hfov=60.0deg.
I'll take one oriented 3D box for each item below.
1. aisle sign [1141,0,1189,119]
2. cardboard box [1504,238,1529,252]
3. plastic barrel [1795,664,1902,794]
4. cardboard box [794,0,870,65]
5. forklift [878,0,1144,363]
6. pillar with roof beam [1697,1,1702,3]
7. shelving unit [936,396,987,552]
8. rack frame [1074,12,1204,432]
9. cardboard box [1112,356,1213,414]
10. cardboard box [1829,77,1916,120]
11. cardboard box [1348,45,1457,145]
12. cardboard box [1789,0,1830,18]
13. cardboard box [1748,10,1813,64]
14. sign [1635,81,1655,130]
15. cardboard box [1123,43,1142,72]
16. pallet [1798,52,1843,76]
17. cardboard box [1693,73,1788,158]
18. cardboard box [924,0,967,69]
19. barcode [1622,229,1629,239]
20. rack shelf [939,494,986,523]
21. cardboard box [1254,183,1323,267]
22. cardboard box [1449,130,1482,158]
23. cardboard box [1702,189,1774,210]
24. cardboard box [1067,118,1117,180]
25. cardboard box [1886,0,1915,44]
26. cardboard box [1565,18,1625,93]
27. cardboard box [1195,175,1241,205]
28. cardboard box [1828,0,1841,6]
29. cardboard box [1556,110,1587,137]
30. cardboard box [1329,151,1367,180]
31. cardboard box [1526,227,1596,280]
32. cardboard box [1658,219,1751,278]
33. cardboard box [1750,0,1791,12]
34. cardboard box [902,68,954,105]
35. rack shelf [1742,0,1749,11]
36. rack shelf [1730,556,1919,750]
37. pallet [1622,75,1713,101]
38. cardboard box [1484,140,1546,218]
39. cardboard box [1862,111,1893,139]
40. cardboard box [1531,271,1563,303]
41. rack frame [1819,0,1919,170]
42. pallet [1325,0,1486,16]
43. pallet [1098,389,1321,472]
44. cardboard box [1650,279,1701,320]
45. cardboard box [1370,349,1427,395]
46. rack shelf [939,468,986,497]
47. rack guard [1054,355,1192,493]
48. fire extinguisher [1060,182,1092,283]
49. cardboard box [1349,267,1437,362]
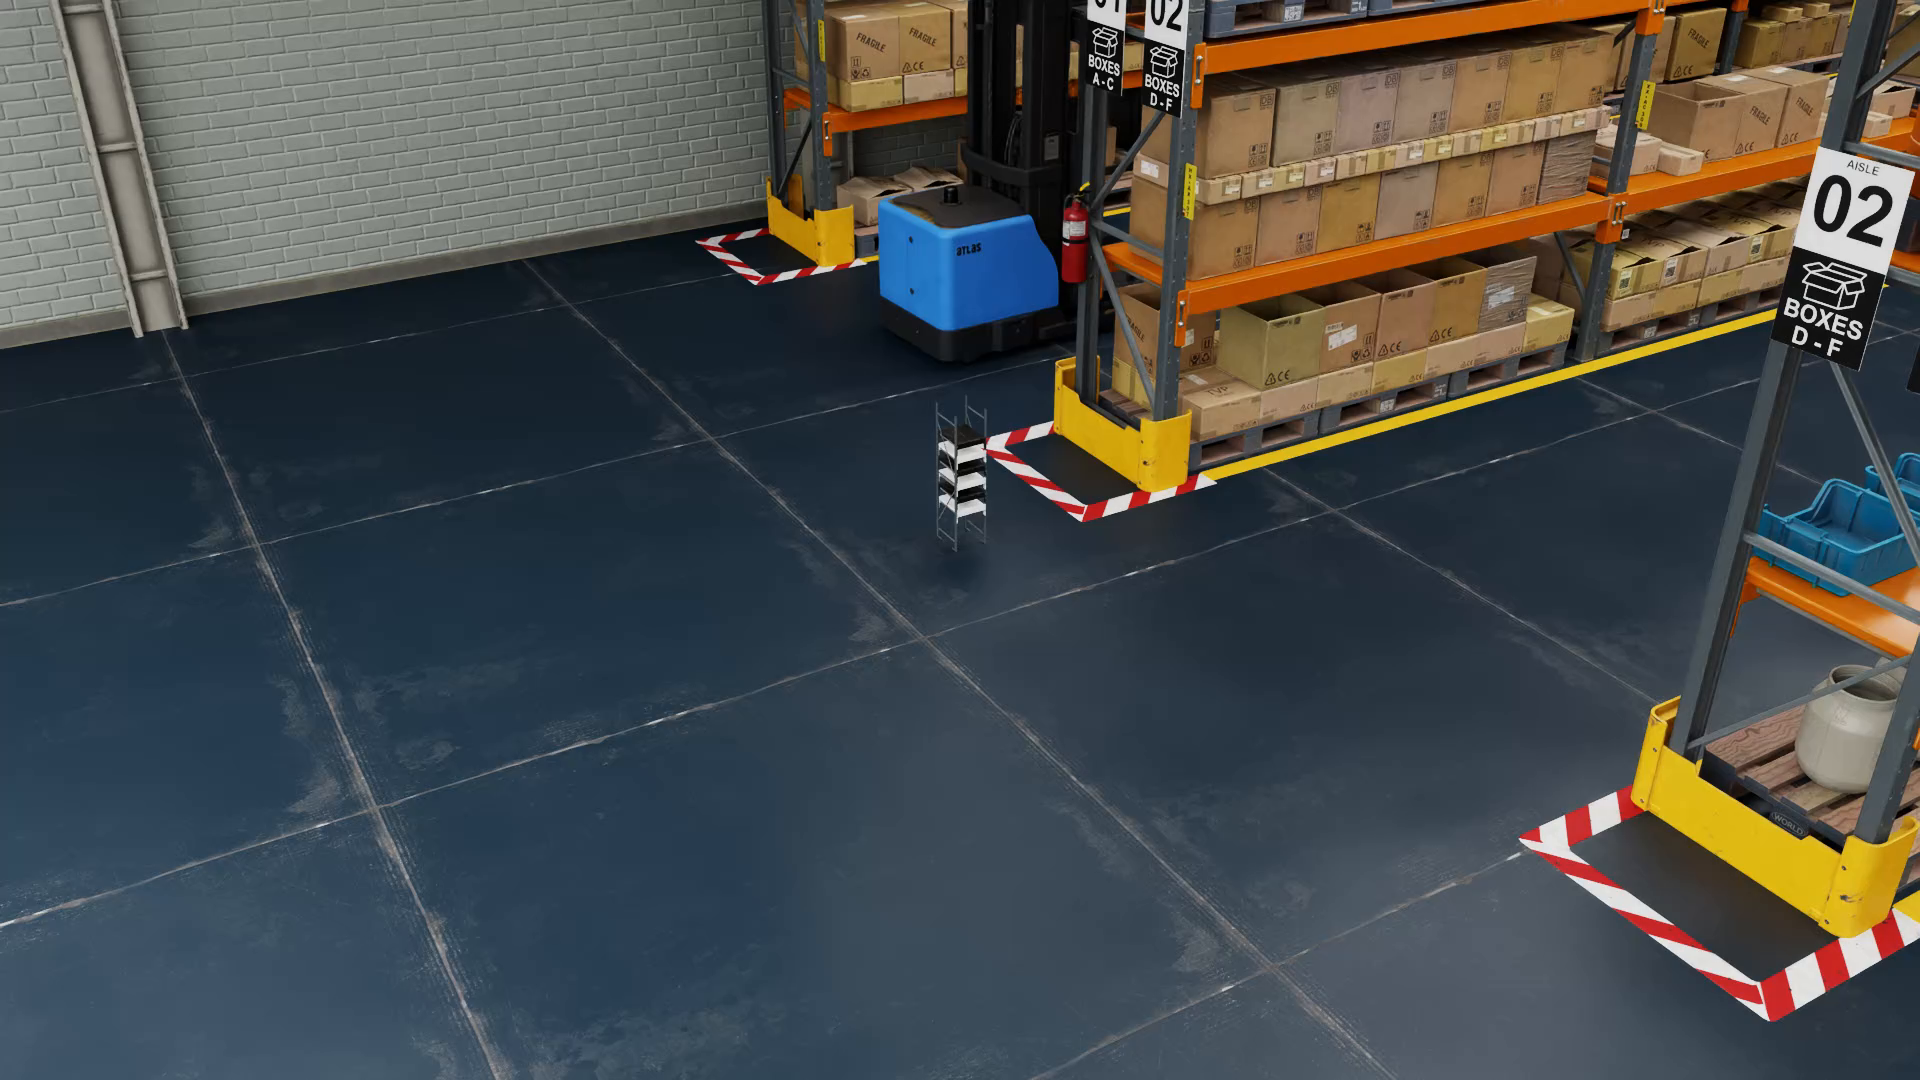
[{"bbox_3d":[1.195,-2.896,9.702,0.004,0.787,0.394,-16,33,-26],"label":"aisle sign"},{"bbox_3d":[3.986,-2.206,12.777,0.500,0.500,0.500,-16,33,-26],"label":"cardboard box"},{"bbox_3d":[4.131,0.876,7.699,0.421,0.512,0.421,0,29,0],"label":"plastic barrel"},{"bbox_3d":[-1.118,-4.439,14.548,0.500,0.500,0.500,-16,33,-27],"label":"cardboard box"},{"bbox_3d":[0.868,-3.157,12.936,3.031,2.935,1.130,-17,33,-28],"label":"forklift"},{"bbox_3d":[11.276,-8.266,15.915,0.400,9.000,9.100,-16,33,-26],"label":"pillar with roof beam"},{"bbox_3d":[0.007,-0.396,10.036,0.210,0.900,0.258,-16,33,-26],"label":"shelving unit"},{"bbox_3d":[1.096,-1.901,10.590,0.127,3.000,1.000,-16,33,-26],"label":"rack frame"},{"bbox_3d":[1.409,-1.136,11.614,0.500,0.250,0.500,-16,33,-26],"label":"cardboard box"},{"bbox_3d":[7.658,-3.750,14.032,0.500,0.311,0.500,-14,32,-23],"label":"cardboard box"},{"bbox_3d":[2.867,-3.012,11.158,0.500,0.500,0.700,-16,33,-26],"label":"cardboard box"},{"bbox_3d":[10.464,-6.551,20.497,0.250,0.149,0.380,-17,33,-28],"label":"cardboard box"},{"bbox_3d":[10.061,-6.253,20.628,0.500,0.500,0.700,-16,33,-27],"label":"cardboard box"},{"bbox_3d":[4.827,-3.063,11.718,0.005,0.325,0.100,-16,33,-26],"label":"sign"},{"bbox_3d":[1.343,-4.525,15.480,0.500,0.250,0.500,-16,33,-26],"label":"cardboard box"},{"bbox_3d":[10.678,-6.135,21.147,1.213,0.211,1.003,-16,33,-26],"label":"pallet"},{"bbox_3d":[6.101,-3.357,13.125,0.500,0.500,0.500,-16,33,-26],"label":"cardboard box"},{"bbox_3d":[0.027,-4.468,14.599,0.500,0.500,0.500,-17,33,-28],"label":"cardboard box"},{"bbox_3d":[4.976,-2.288,12.429,0.075,0.075,0.001,-16,33,-26],"label":"barcode"},{"bbox_3d":[0.007,-0.209,10.139,0.200,0.077,0.258,-16,33,-26],"label":"rack shelf"},{"bbox_3d":[1.955,-2.184,11.000,0.500,0.500,0.700,-15,32,-25],"label":"cardboard box"},{"bbox_3d":[3.323,-2.742,11.339,0.250,0.149,0.380,-15,32,-25],"label":"cardboard box"},{"bbox_3d":[6.504,-2.823,14.092,0.500,0.311,0.500,-17,33,-28],"label":"cardboard box"},{"bbox_3d":[1.157,-3.770,16.109,0.500,0.500,0.500,-19,34,-30],"label":"cardboard box"},{"bbox_3d":[11.825,-6.757,21.542,0.500,0.500,0.700,-16,33,-26],"label":"cardboard box"},{"bbox_3d":[6.940,-5.502,18.905,0.750,0.750,0.750,-16,33,-27],"label":"cardboard box"},{"bbox_3d":[1.543,-2.235,10.421,0.250,0.149,0.380,-16,33,-27],"label":"cardboard box"},{"bbox_3d":[10.960,-6.907,21.142,0.250,0.149,0.380,-15,32,-26],"label":"cardboard box"},{"bbox_3d":[4.205,-2.993,11.793,0.250,0.149,0.380,-17,33,-27],"label":"cardboard box"},{"bbox_3d":[2.433,-2.489,10.880,0.250,0.149,0.380,-17,33,-28],"label":"cardboard box"},{"bbox_3d":[4.749,-2.324,13.188,0.500,0.311,0.500,-16,33,-26],"label":"cardboard box"},{"bbox_3d":[5.907,-2.351,13.236,0.500,0.311,0.500,-17,33,-28],"label":"cardboard box"},{"bbox_3d":[10.080,-6.657,20.689,0.250,0.149,0.380,-17,33,-28],"label":"cardboard box"},{"bbox_3d":[-0.395,-4.027,14.577,0.500,0.250,0.500,-17,33,-28],"label":"cardboard box"},{"bbox_3d":[10.654,-7.076,20.712,4.000,0.370,1.077,-16,33,-26],"label":"rack shelf"},{"bbox_3d":[5.327,-0.011,7.911,4.000,0.370,1.077,-16,33,-26],"label":"rack shelf"},{"bbox_3d":[8.302,-5.460,19.925,1.213,0.211,1.003,-16,33,-26],"label":"pallet"},{"bbox_3d":[3.714,-2.681,11.900,0.500,0.500,0.700,-16,33,-27],"label":"cardboard box"},{"bbox_3d":[7.358,-3.414,13.592,0.250,0.149,0.380,-16,33,-26],"label":"cardboard box"},{"bbox_3d":[4.755,-2.083,13.330,0.500,0.250,0.500,-16,33,-27],"label":"cardboard box"},{"bbox_3d":[3.602,-2.463,5.400,0.127,3.000,1.000,-16,33,-26],"label":"rack frame"},{"bbox_3d":[2.772,-3.639,10.726,1.213,0.211,1.003,-16,33,-26],"label":"pallet"},{"bbox_3d":[1.734,-0.885,11.635,1.213,0.211,1.003,-16,33,-26],"label":"pallet"},{"bbox_3d":[5.459,-1.980,13.145,0.500,0.250,0.500,-15,32,-25],"label":"cardboard box"},{"bbox_3d":[2.965,-1.286,11.887,0.500,0.250,0.500,-16,33,-26],"label":"cardboard box"},{"bbox_3d":[0.007,-0.367,10.052,0.200,0.077,0.258,-16,33,-26],"label":"rack shelf"},{"bbox_3d":[1.075,-0.801,11.184,0.348,0.500,1.175,-16,33,-26],"label":"rack guard"},{"bbox_3d":[0.759,-2.032,10.907,0.183,0.674,0.296,-16,33,-26],"label":"fire extinguisher"},{"bbox_3d":[2.966,-1.614,11.705,0.500,0.500,0.500,-16,33,-26],"label":"cardboard box"}]
